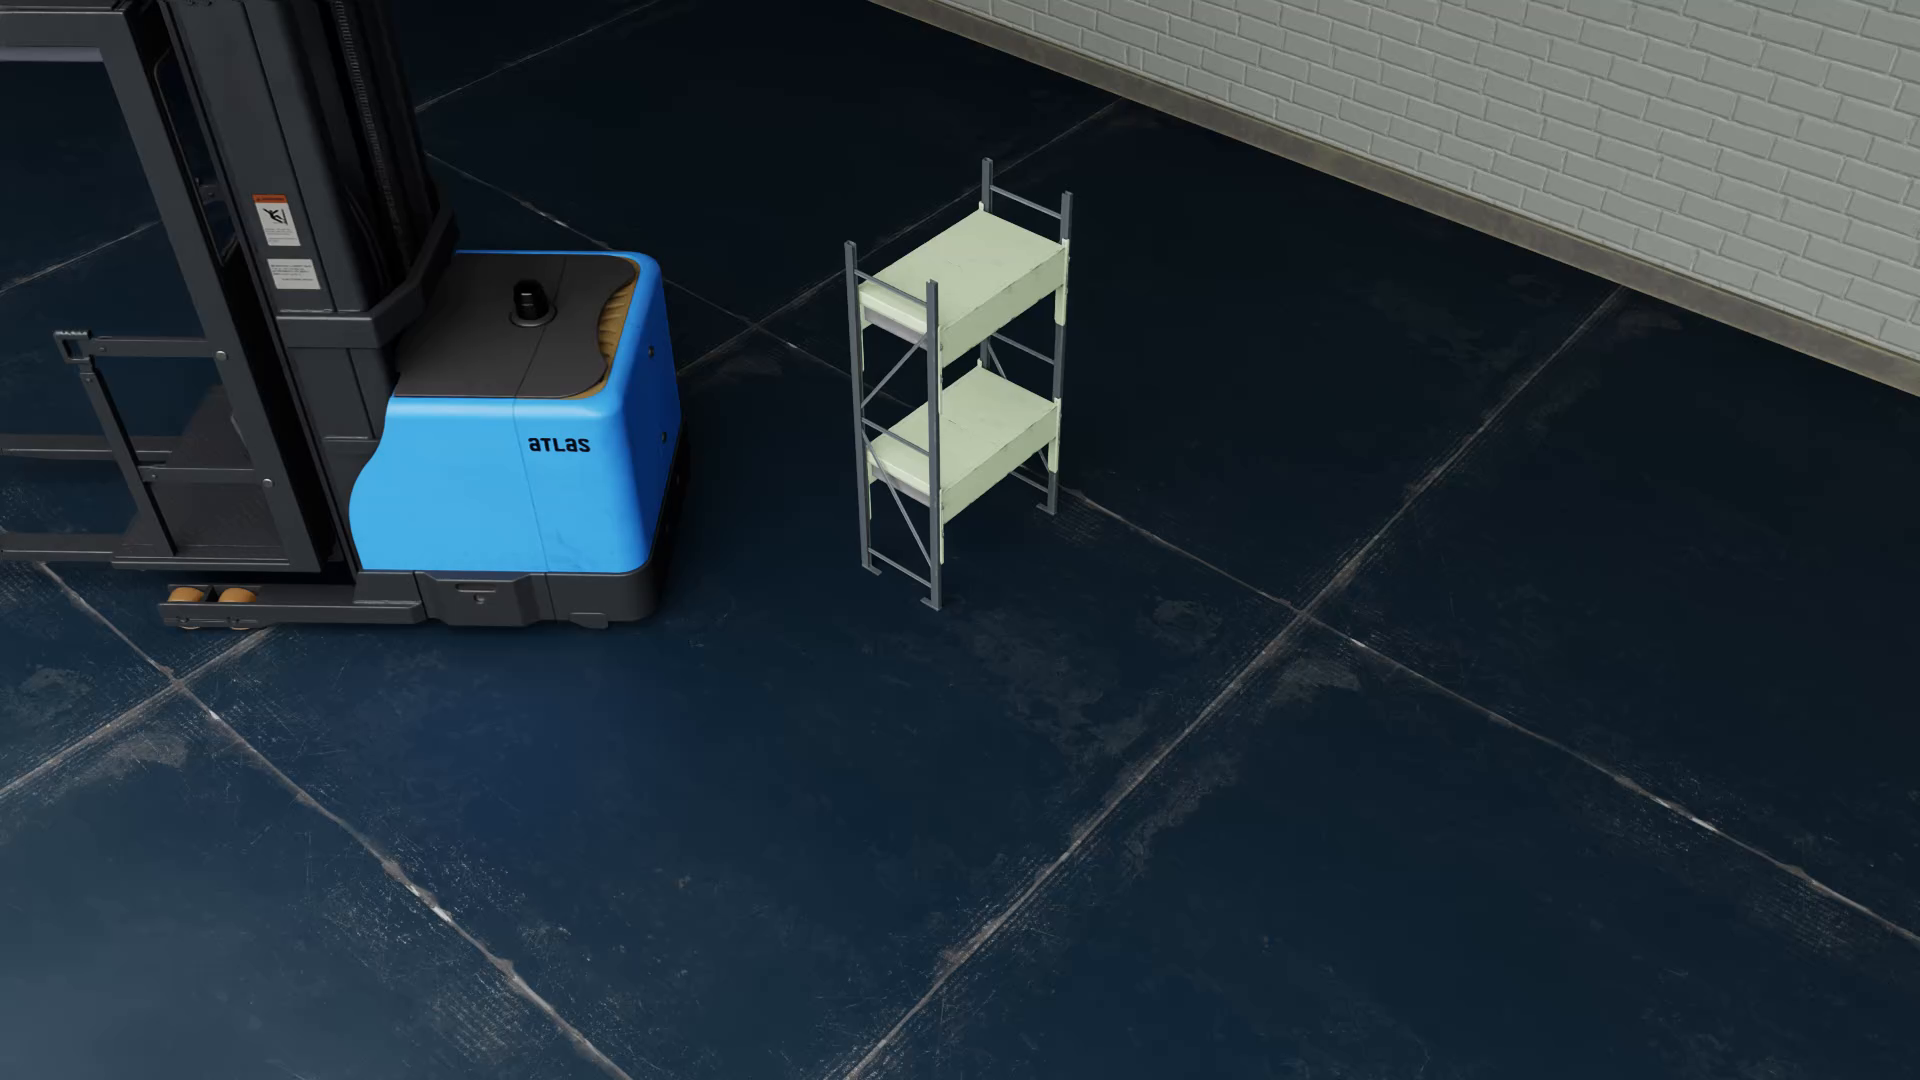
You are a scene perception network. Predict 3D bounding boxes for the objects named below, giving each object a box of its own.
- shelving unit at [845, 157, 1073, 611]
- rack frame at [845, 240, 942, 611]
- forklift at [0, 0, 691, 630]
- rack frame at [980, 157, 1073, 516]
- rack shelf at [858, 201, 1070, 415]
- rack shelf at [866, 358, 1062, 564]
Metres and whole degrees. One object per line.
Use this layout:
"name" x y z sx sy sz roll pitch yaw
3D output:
"shelving unit" 0.004 -0.558 6.249 0.431 1.500 0.755 29 50 28
"rack frame" -0.231 -0.370 6.042 0.400 1.500 0.023 29 50 28
"forklift" -2.655 -1.096 5.777 3.031 2.935 1.130 1 42 1
"rack frame" 0.240 -0.747 6.457 0.400 1.500 0.023 29 50 28
"rack shelf" 0.004 -0.847 5.987 0.431 0.370 0.720 29 50 28
"rack shelf" 0.004 -0.317 6.469 0.431 0.370 0.720 29 50 28
